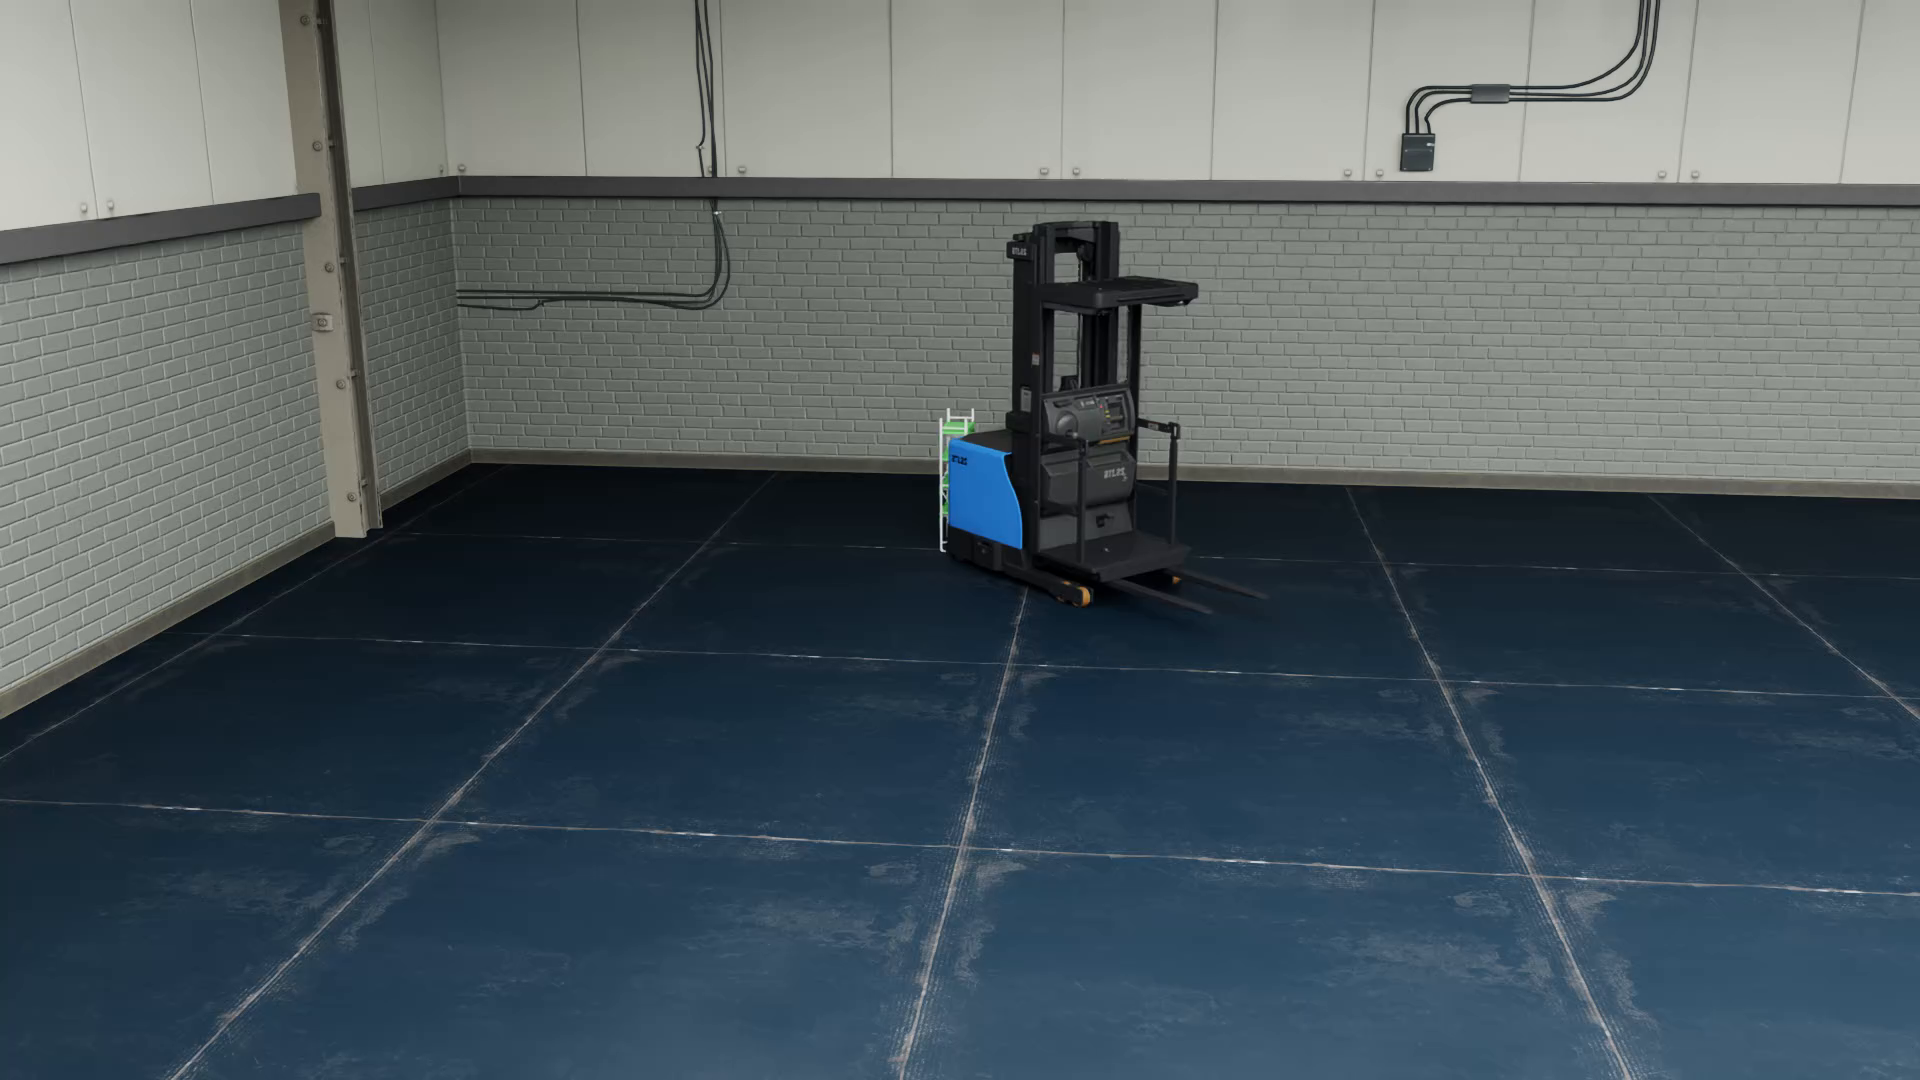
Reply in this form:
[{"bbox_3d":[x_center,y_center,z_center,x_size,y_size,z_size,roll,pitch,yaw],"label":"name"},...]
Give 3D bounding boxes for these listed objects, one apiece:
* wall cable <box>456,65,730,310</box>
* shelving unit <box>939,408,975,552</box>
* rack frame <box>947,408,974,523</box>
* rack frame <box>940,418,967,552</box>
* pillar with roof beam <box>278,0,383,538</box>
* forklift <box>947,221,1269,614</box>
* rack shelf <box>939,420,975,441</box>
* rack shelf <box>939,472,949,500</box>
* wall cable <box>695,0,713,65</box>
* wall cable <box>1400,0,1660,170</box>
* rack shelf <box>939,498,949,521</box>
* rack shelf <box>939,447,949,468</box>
[{"bbox_3d":[-3.947,-3.647,17.358,3.097,2.526,0.112,2,15,6],"label":"wall cable"},{"bbox_3d":[-0.026,-0.539,14.858,0.258,1.200,0.503,2,15,7],"label":"shelving unit"},{"bbox_3d":[0.006,-0.603,15.091,0.240,1.200,0.015,2,15,7],"label":"rack frame"},{"bbox_3d":[-0.057,-0.476,14.624,0.240,1.200,0.015,2,15,7],"label":"rack frame"},{"bbox_3d":[-1.315,-4.294,13.803,9.100,9.000,0.400,2,15,6],"label":"pillar with roof beam"},{"bbox_3d":[1.182,-1.025,13.336,1.130,2.935,3.031,-11,19,-36],"label":"forklift"},{"bbox_3d":[-0.026,-0.941,14.749,0.258,0.148,0.480,2,15,7],"label":"rack shelf"},{"bbox_3d":[-0.026,-0.478,14.874,0.258,0.148,0.480,2,15,7],"label":"rack shelf"},{"bbox_3d":[-1.258,-6.005,16.405,3.097,2.526,0.112,2,15,6],"label":"wall cable"},{"bbox_3d":[5.485,-6.504,15.460,2.305,6.003,0.169,2,15,6],"label":"wall cable"},{"bbox_3d":[-0.026,-0.246,14.937,0.258,0.148,0.480,2,15,7],"label":"rack shelf"},{"bbox_3d":[-0.026,-0.709,14.812,0.258,0.148,0.480,2,15,7],"label":"rack shelf"}]
